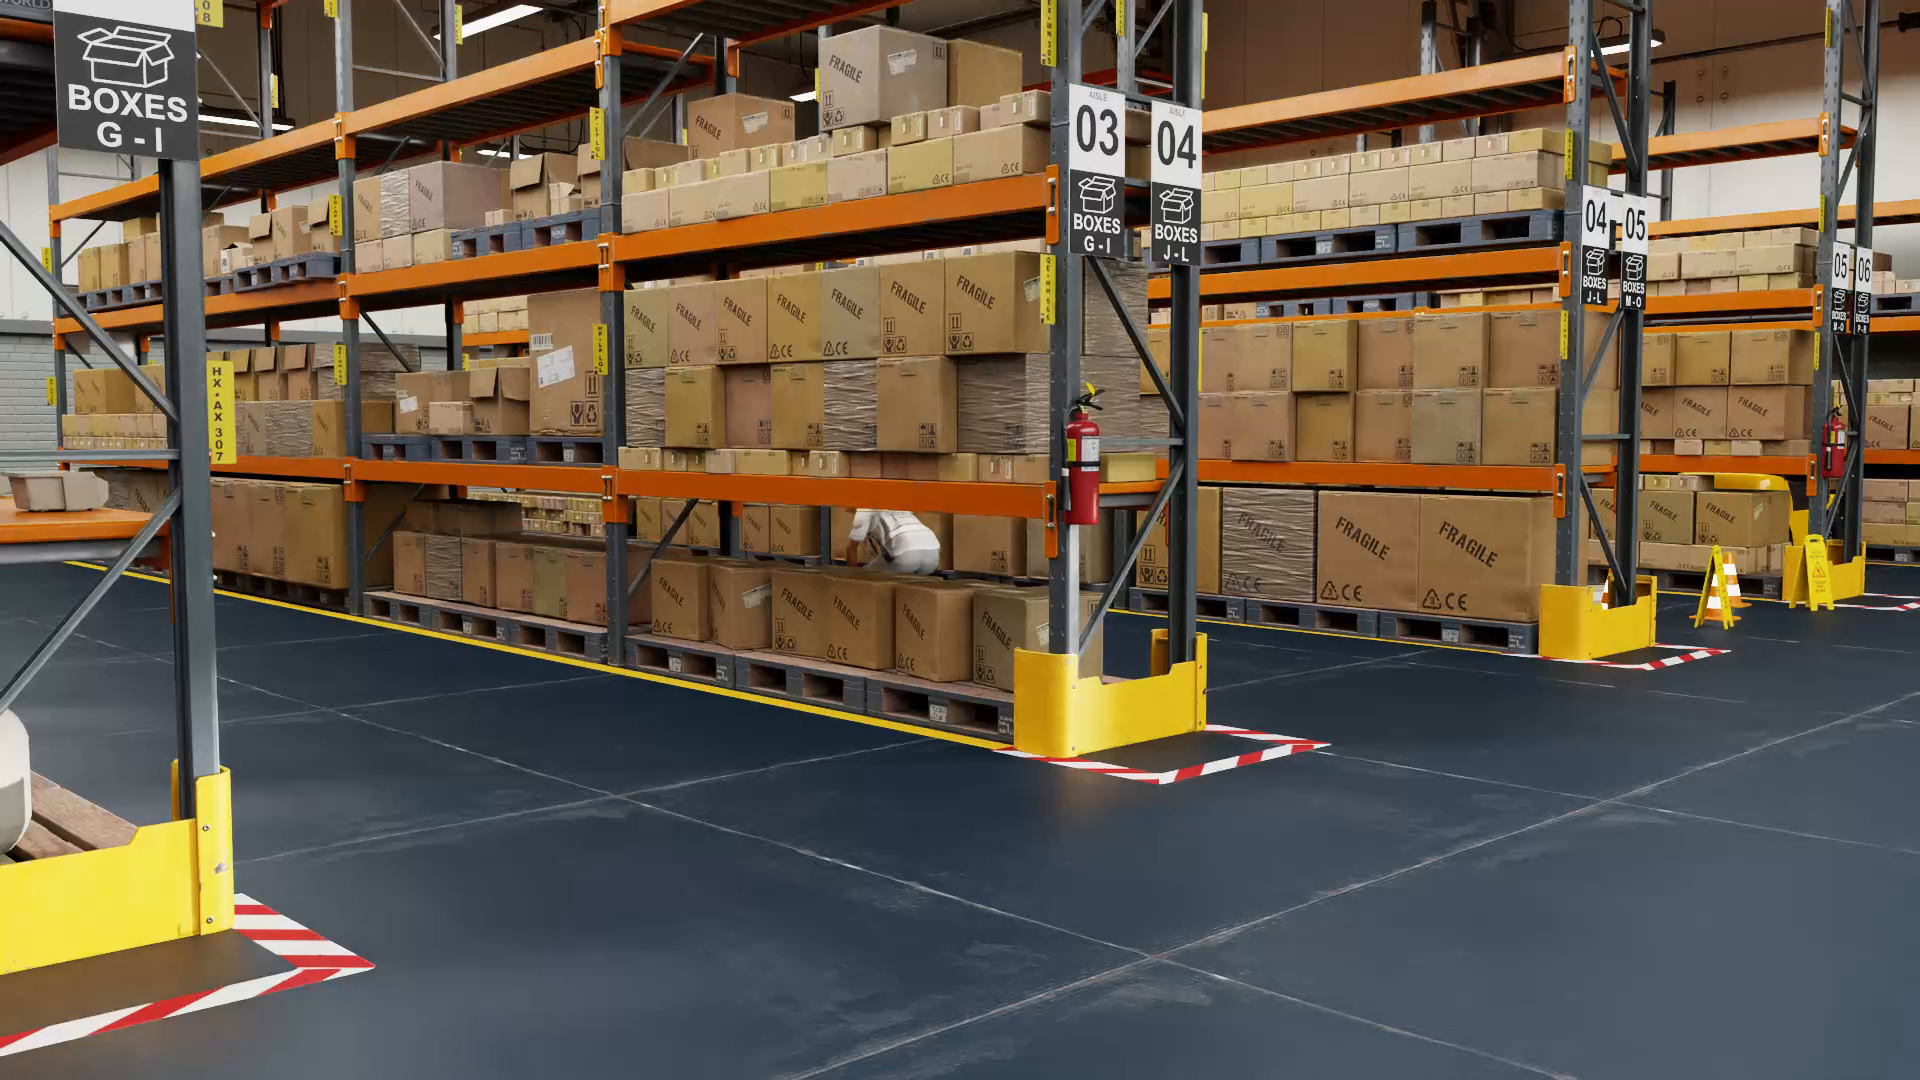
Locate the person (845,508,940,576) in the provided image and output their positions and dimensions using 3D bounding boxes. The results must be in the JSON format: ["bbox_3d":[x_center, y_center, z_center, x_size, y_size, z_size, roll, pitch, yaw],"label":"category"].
[{"bbox_3d":[-0.546,0.151,12.542,0.540,1.158,0.817,-4,6,-44],"label":"person"}]
